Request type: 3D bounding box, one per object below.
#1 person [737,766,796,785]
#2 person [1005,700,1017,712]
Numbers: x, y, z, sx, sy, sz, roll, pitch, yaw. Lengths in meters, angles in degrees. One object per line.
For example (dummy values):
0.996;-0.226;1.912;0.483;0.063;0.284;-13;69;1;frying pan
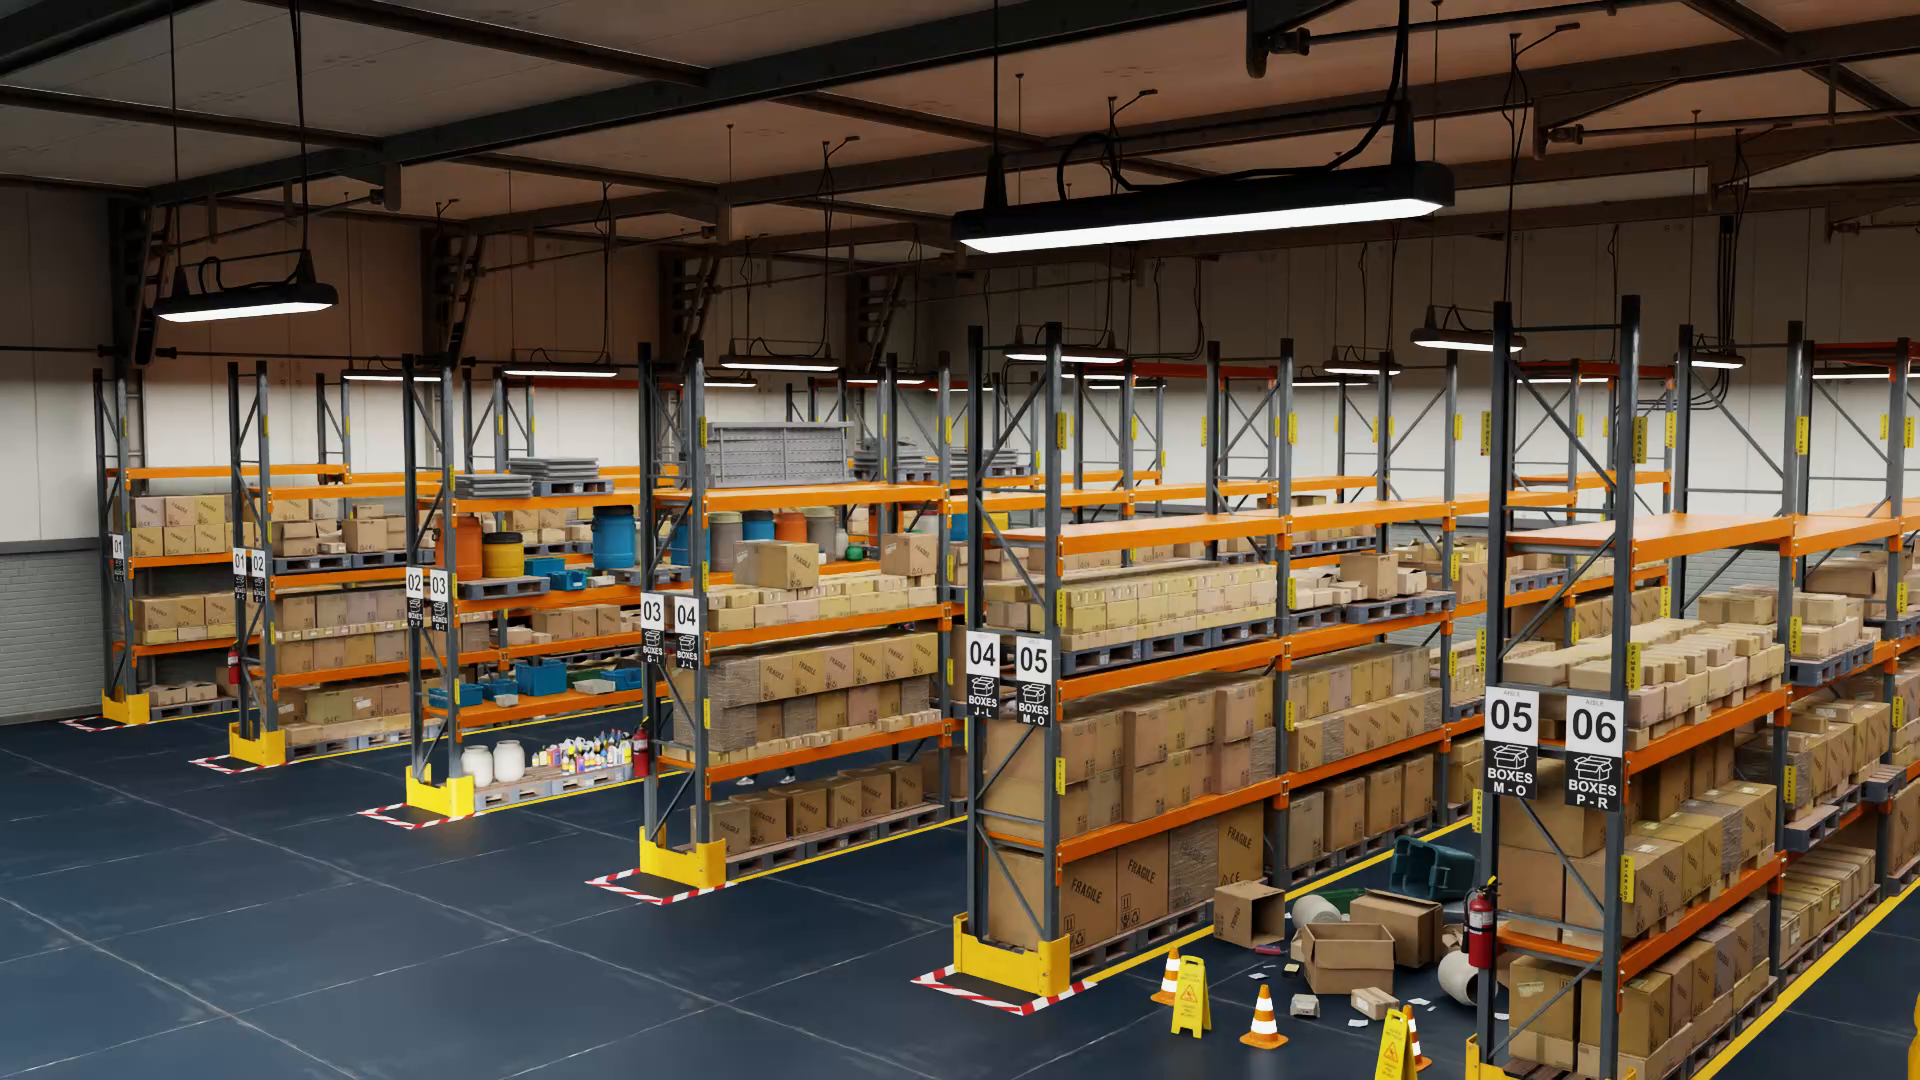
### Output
-2.715;2.657;23.234;0.905;1.560;0.438;-3;5;-34;person
0.632;2.815;20.639;0.462;1.654;0.530;-4;5;-40;person
